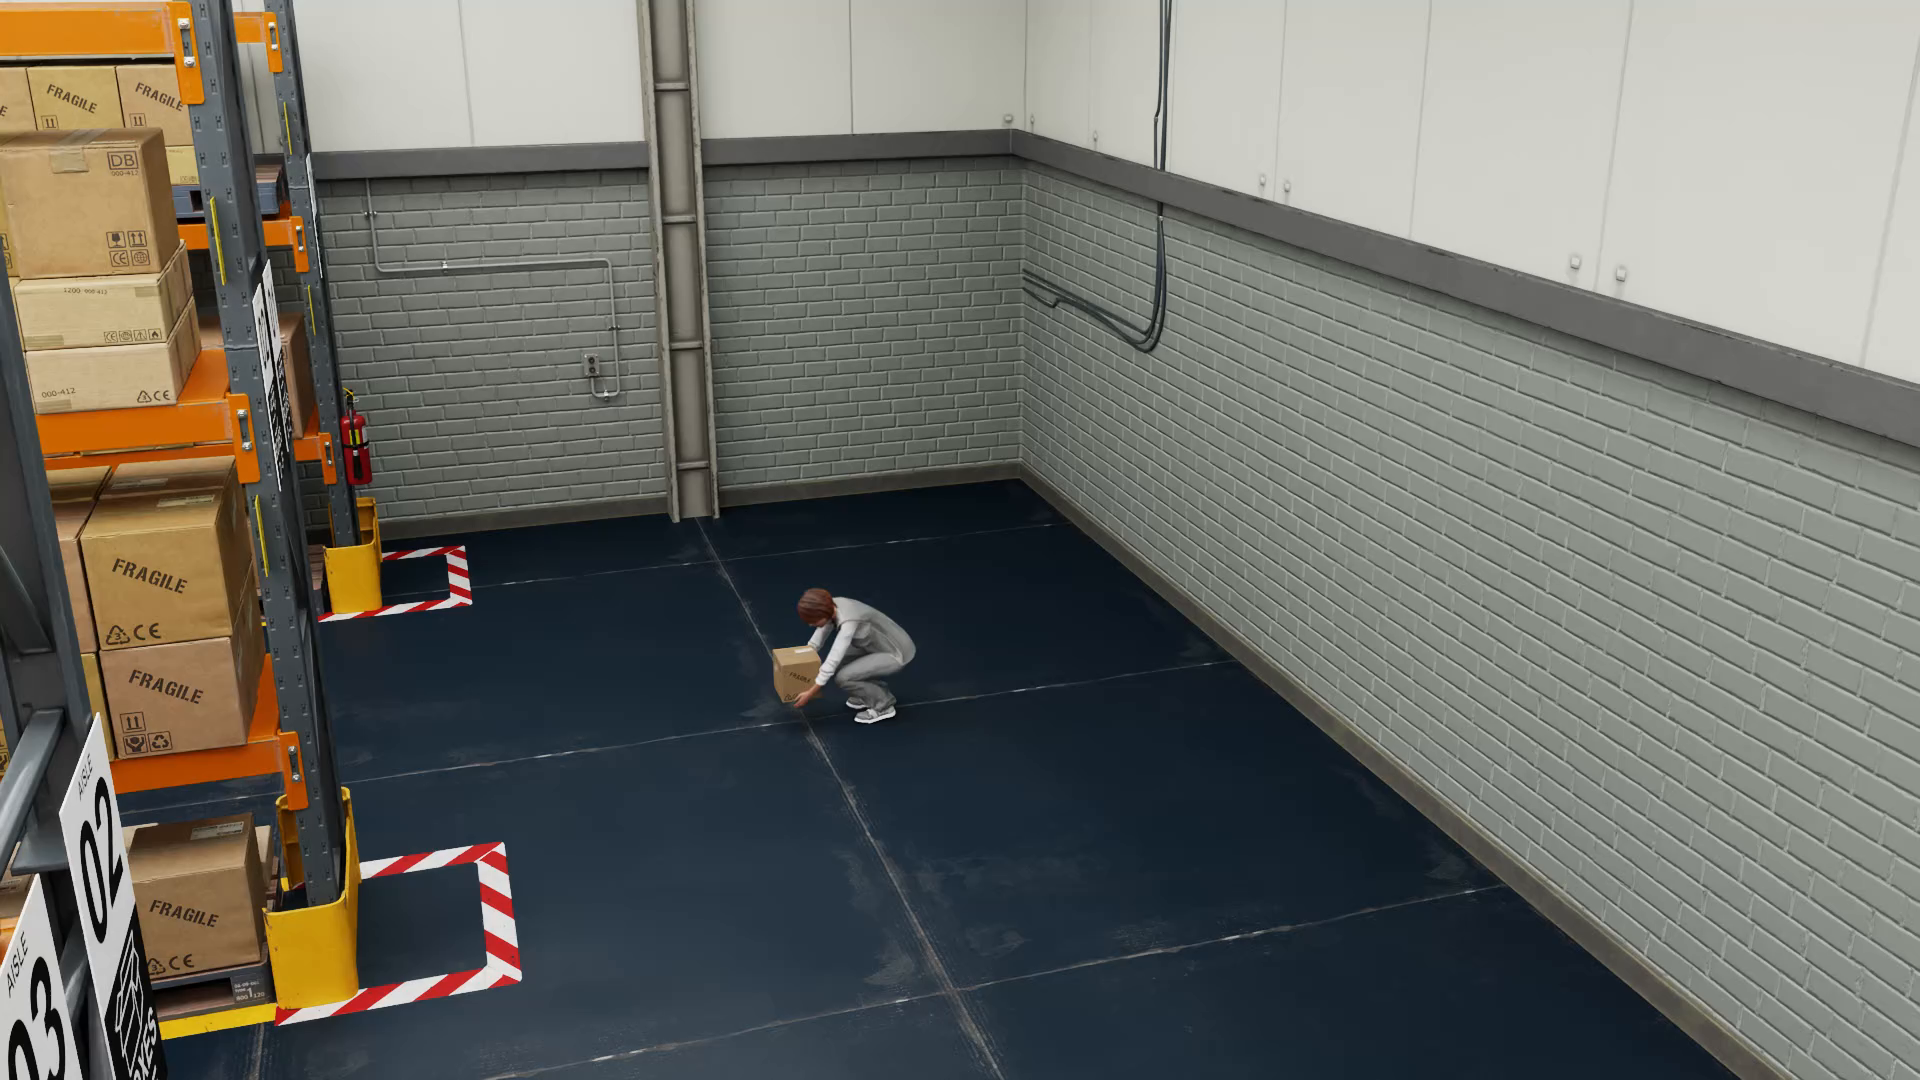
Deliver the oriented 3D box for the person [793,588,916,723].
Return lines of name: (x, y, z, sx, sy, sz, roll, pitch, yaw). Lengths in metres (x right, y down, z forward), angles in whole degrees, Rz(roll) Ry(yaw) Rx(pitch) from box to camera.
person: (-0.664, 0.688, 10.232, 0.808, 0.876, 0.459, -6, 20, -17)
